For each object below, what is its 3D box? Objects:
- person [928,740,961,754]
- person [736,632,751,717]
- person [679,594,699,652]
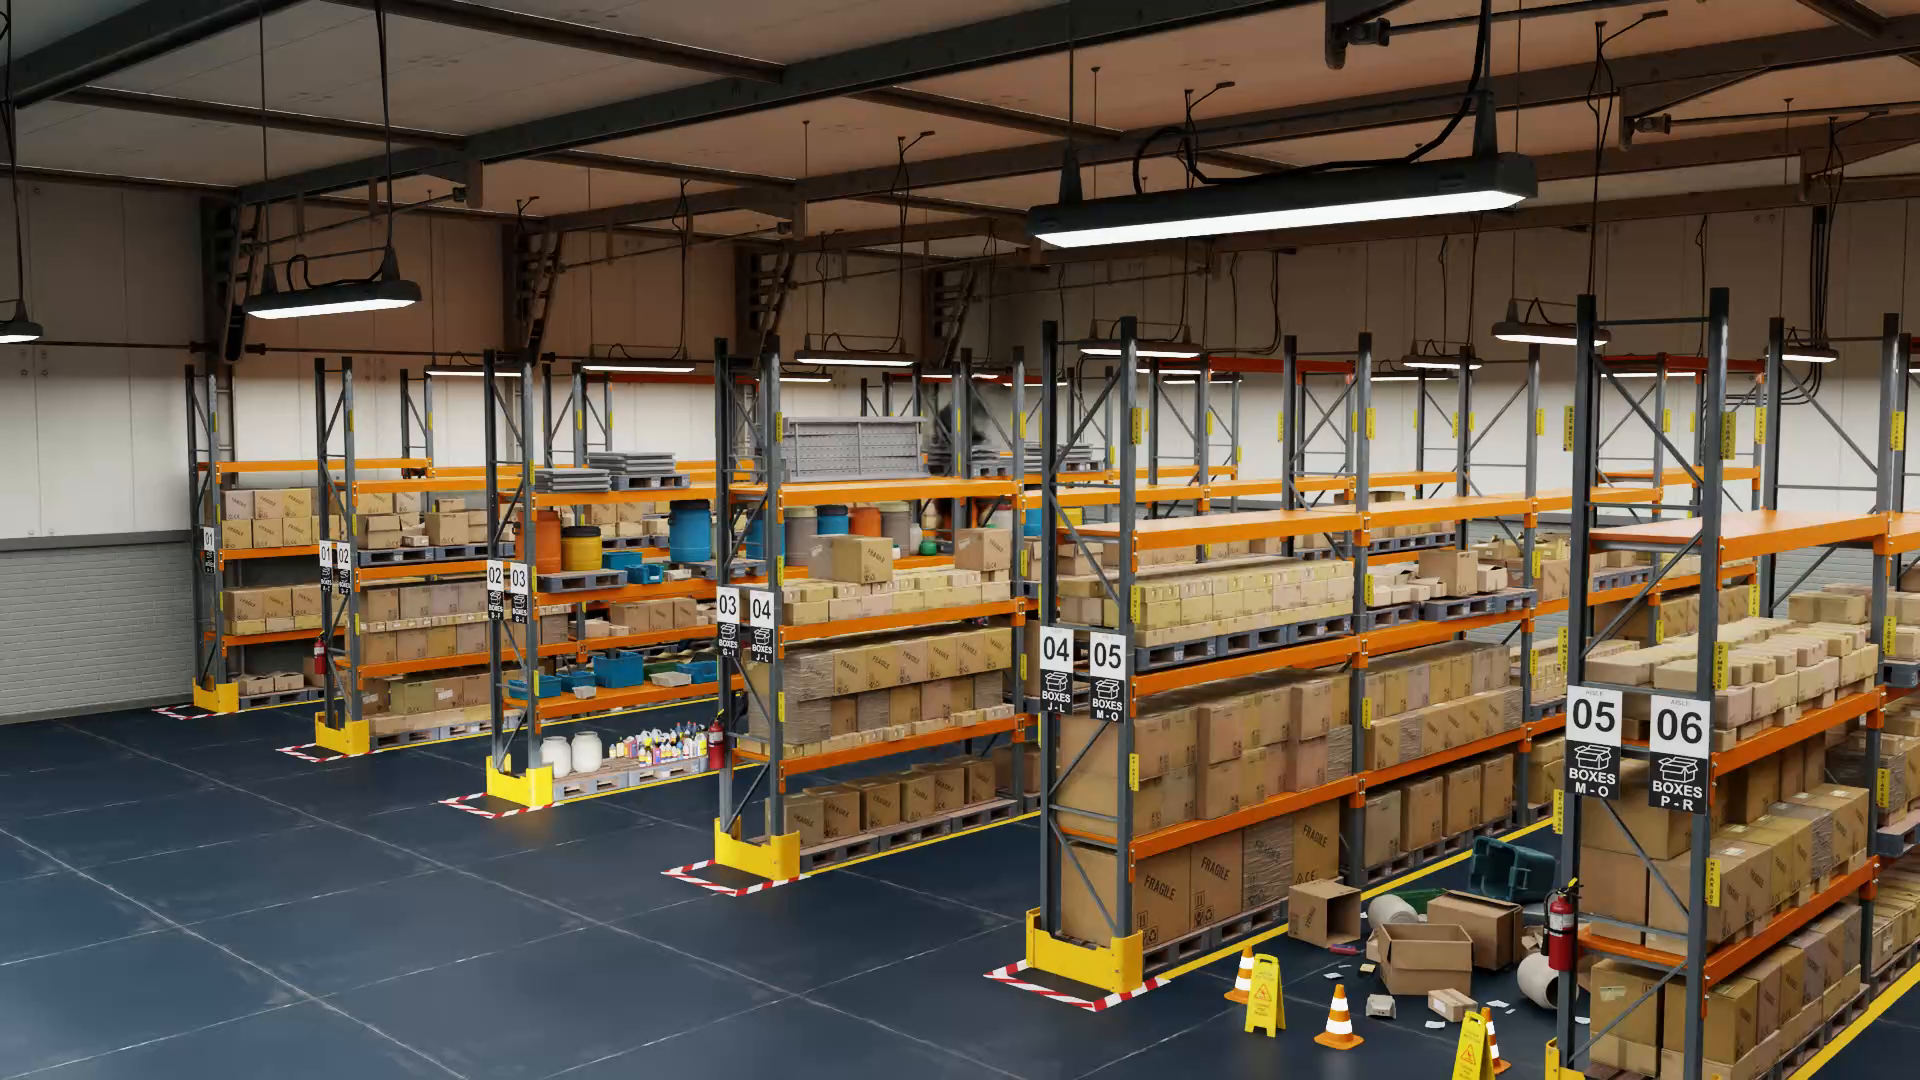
[{"bbox_3d":[-0.184,2.237,24.261,0.579,1.710,0.725,2,5,29],"label":"person"},{"bbox_3d":[-3.455,2.009,27.342,0.657,1.744,0.939,3,5,36],"label":"person"},{"bbox_3d":[-5.392,1.854,33.211,0.536,1.575,0.664,3,5,31],"label":"person"}]
